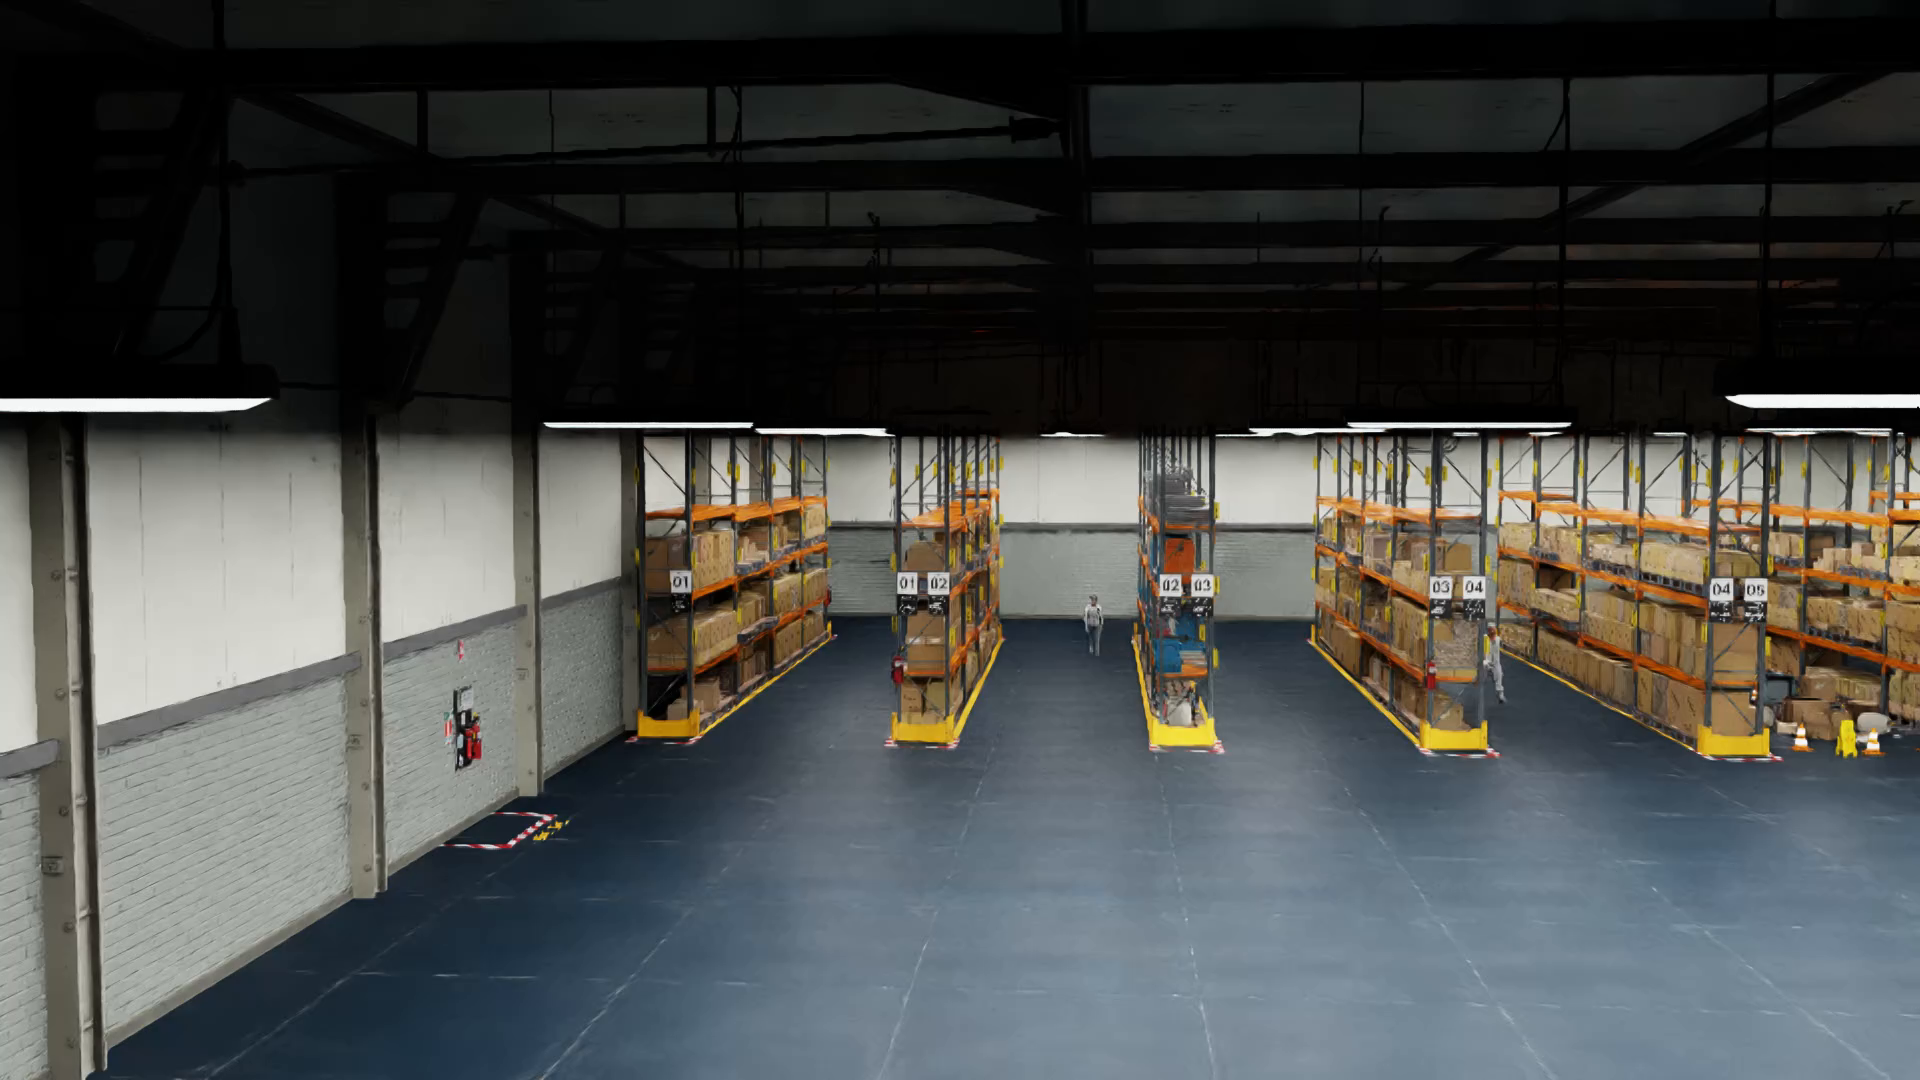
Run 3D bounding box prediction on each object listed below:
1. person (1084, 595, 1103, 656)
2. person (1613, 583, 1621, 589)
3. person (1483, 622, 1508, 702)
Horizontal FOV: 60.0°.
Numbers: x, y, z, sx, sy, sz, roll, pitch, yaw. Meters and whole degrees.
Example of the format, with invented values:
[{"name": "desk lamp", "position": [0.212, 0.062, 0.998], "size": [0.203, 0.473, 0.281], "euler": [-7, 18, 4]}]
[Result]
[{"name": "person", "position": [3.524, 2.234, 43.961], "size": [0.495, 1.589, 1.086], "euler": [0, 3, 7]}, {"name": "person", "position": [18.859, 2.008, 47.519], "size": [0.613, 1.658, 0.498], "euler": [-2, 4, -28]}, {"name": "person", "position": [11.565, 2.641, 36.230], "size": [0.528, 1.727, 1.030], "euler": [0, 3, -3]}]
